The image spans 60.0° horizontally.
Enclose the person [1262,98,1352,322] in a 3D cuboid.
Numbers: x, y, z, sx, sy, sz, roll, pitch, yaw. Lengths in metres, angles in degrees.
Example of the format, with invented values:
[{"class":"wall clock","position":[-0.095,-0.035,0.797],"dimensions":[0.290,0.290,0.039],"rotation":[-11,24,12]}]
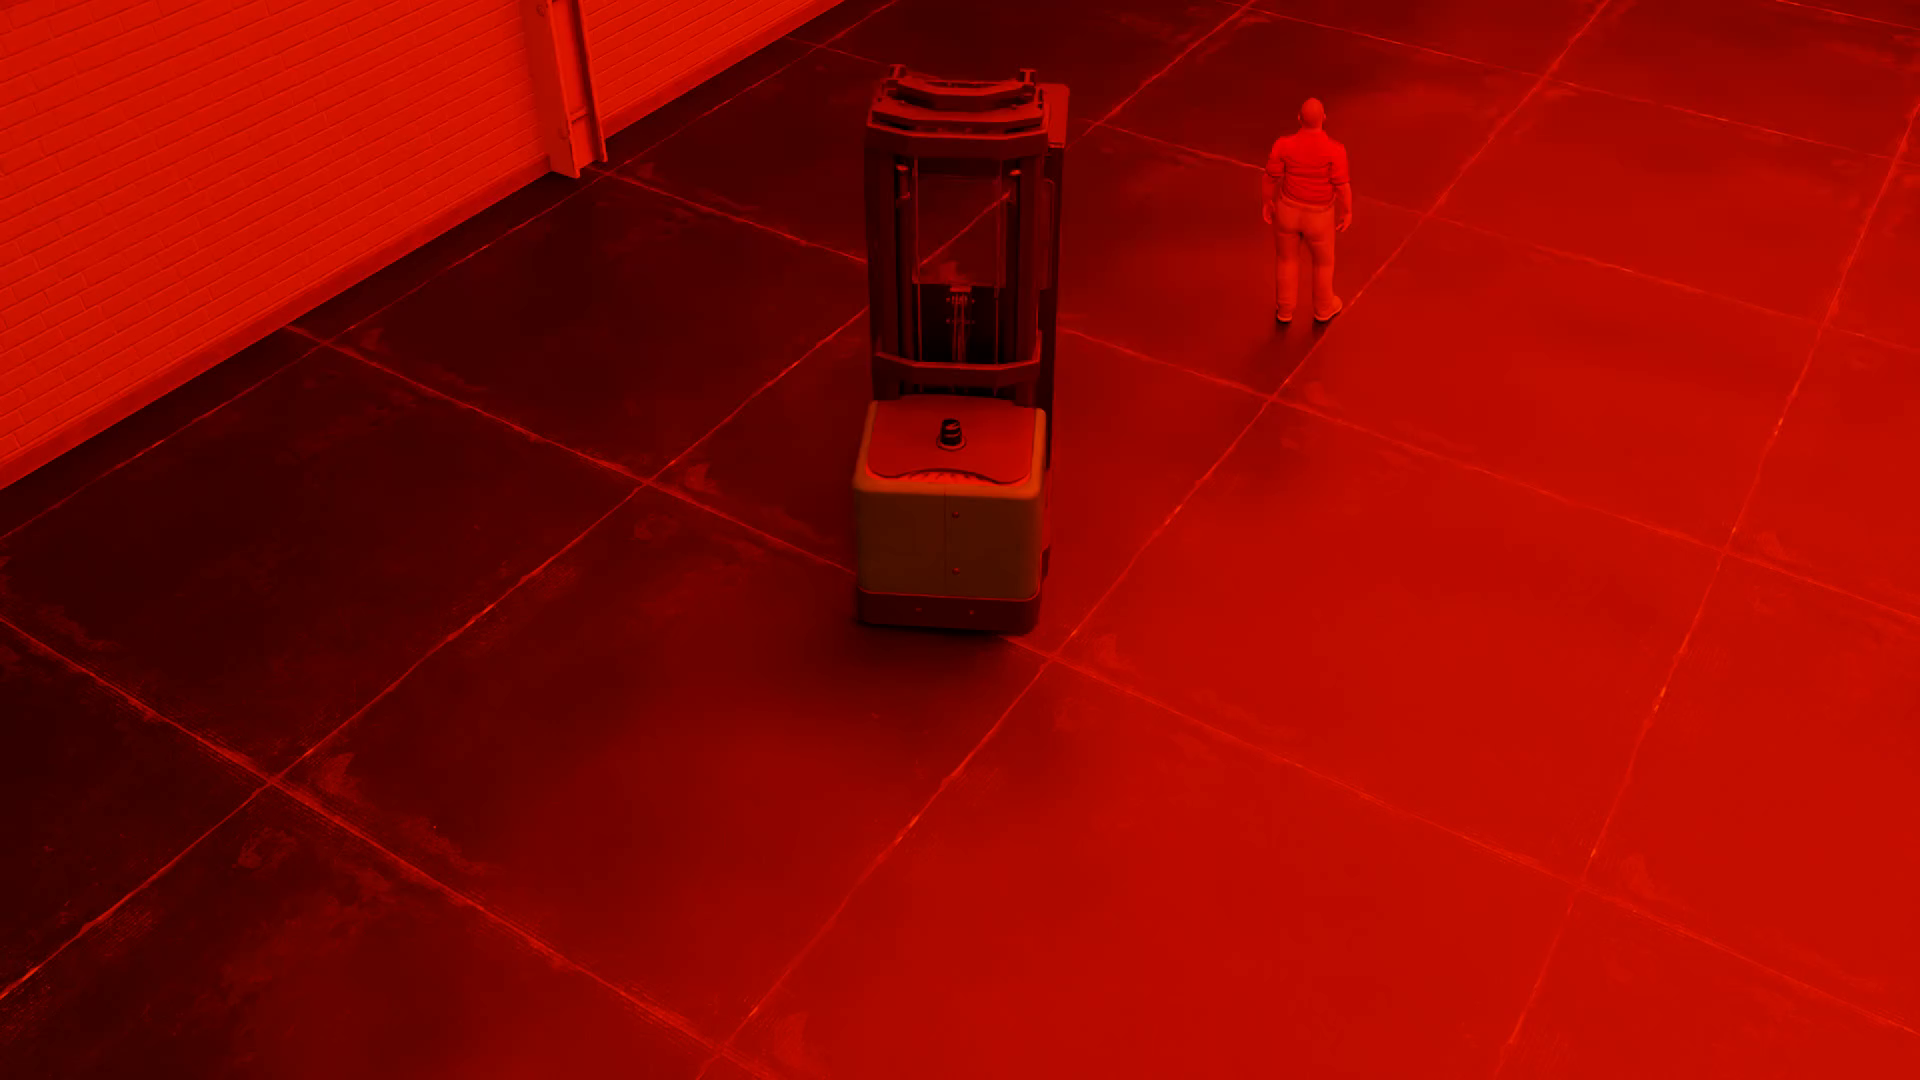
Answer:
[{"class":"person","position":[2.436,-2.319,11.623],"dimensions":[0.639,1.727,0.551],"rotation":[15,42,17]}]

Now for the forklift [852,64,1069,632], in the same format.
[{"class":"forklift","position":[0.040,-1.535,9.779],"dimensions":[1.130,2.935,3.031],"rotation":[3,40,4]}]
